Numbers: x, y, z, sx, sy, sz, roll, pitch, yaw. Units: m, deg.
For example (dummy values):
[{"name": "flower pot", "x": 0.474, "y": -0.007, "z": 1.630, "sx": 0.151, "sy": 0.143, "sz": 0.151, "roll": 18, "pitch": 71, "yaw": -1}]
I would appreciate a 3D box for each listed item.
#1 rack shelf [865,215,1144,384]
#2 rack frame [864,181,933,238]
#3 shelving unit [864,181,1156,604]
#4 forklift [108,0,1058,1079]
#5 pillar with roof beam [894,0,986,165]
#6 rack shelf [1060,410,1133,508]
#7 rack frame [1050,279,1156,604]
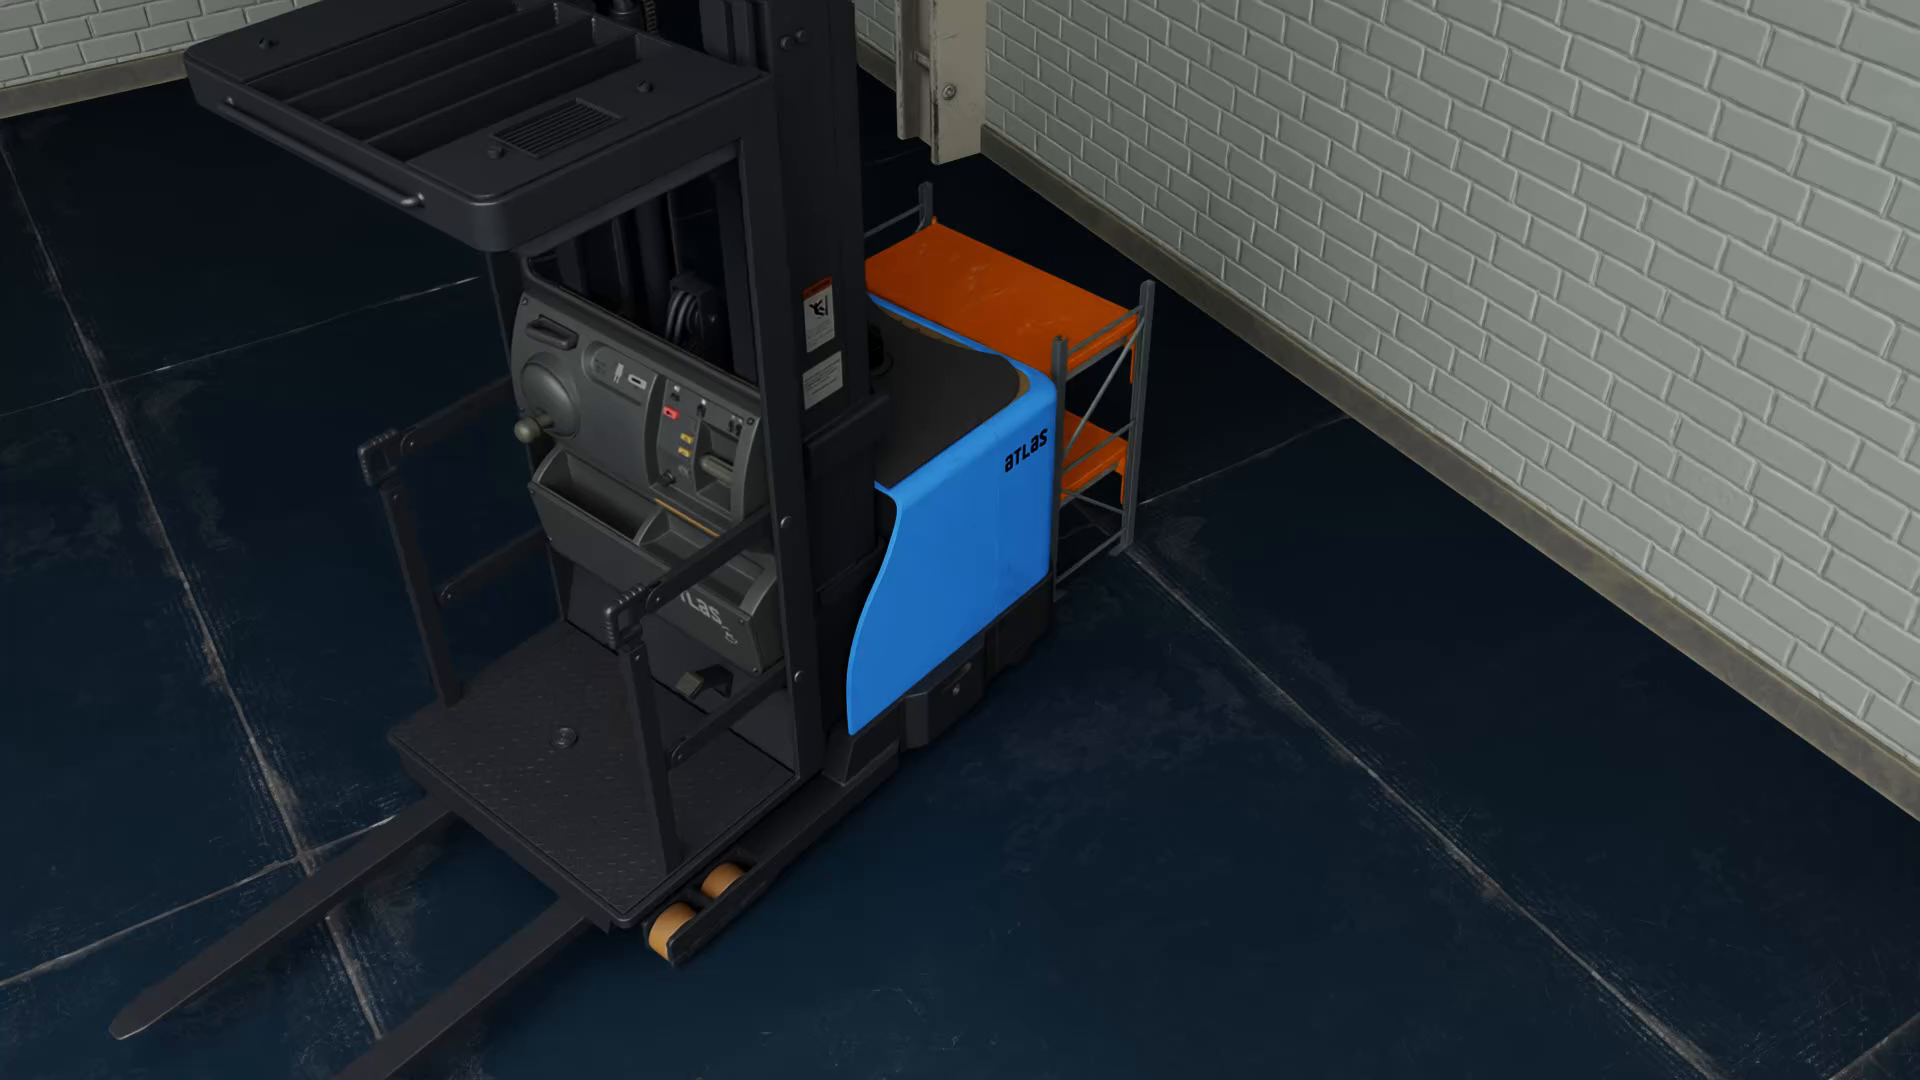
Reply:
[{"name": "rack shelf", "x": 0.096, "y": -0.757, "z": 5.823, "sx": 1.000, "sy": 0.278, "sz": 0.538, "roll": 30, "pitch": 48, "yaw": 31}, {"name": "rack frame", "x": -0.279, "y": -0.752, "z": 6.274, "sx": 0.032, "sy": 1.125, "sz": 0.500, "roll": 30, "pitch": 48, "yaw": 31}, {"name": "shelving unit", "x": 0.096, "y": -0.532, "z": 6.010, "sx": 1.048, "sy": 1.125, "sz": 0.538, "roll": 30, "pitch": 48, "yaw": 31}, {"name": "forklift", "x": -1.011, "y": -0.279, "z": 4.296, "sx": 1.130, "sy": 2.935, "sz": 3.031, "roll": 28, "pitch": 47, "yaw": 30}, {"name": "pillar with roof beam", "x": -3.730, "y": -4.065, "z": 4.099, "sx": 9.100, "sy": 9.000, "sz": 0.400, "roll": -22, "pitch": 45, "yaw": -24}, {"name": "rack shelf", "x": 0.096, "y": -0.344, "z": 6.167, "sx": 1.000, "sy": 0.278, "sz": 0.538, "roll": 30, "pitch": 48, "yaw": 31}, {"name": "rack frame", "x": 0.470, "y": -0.313, "z": 5.746, "sx": 0.032, "sy": 1.125, "sz": 0.500, "roll": 30, "pitch": 48, "yaw": 31}]
